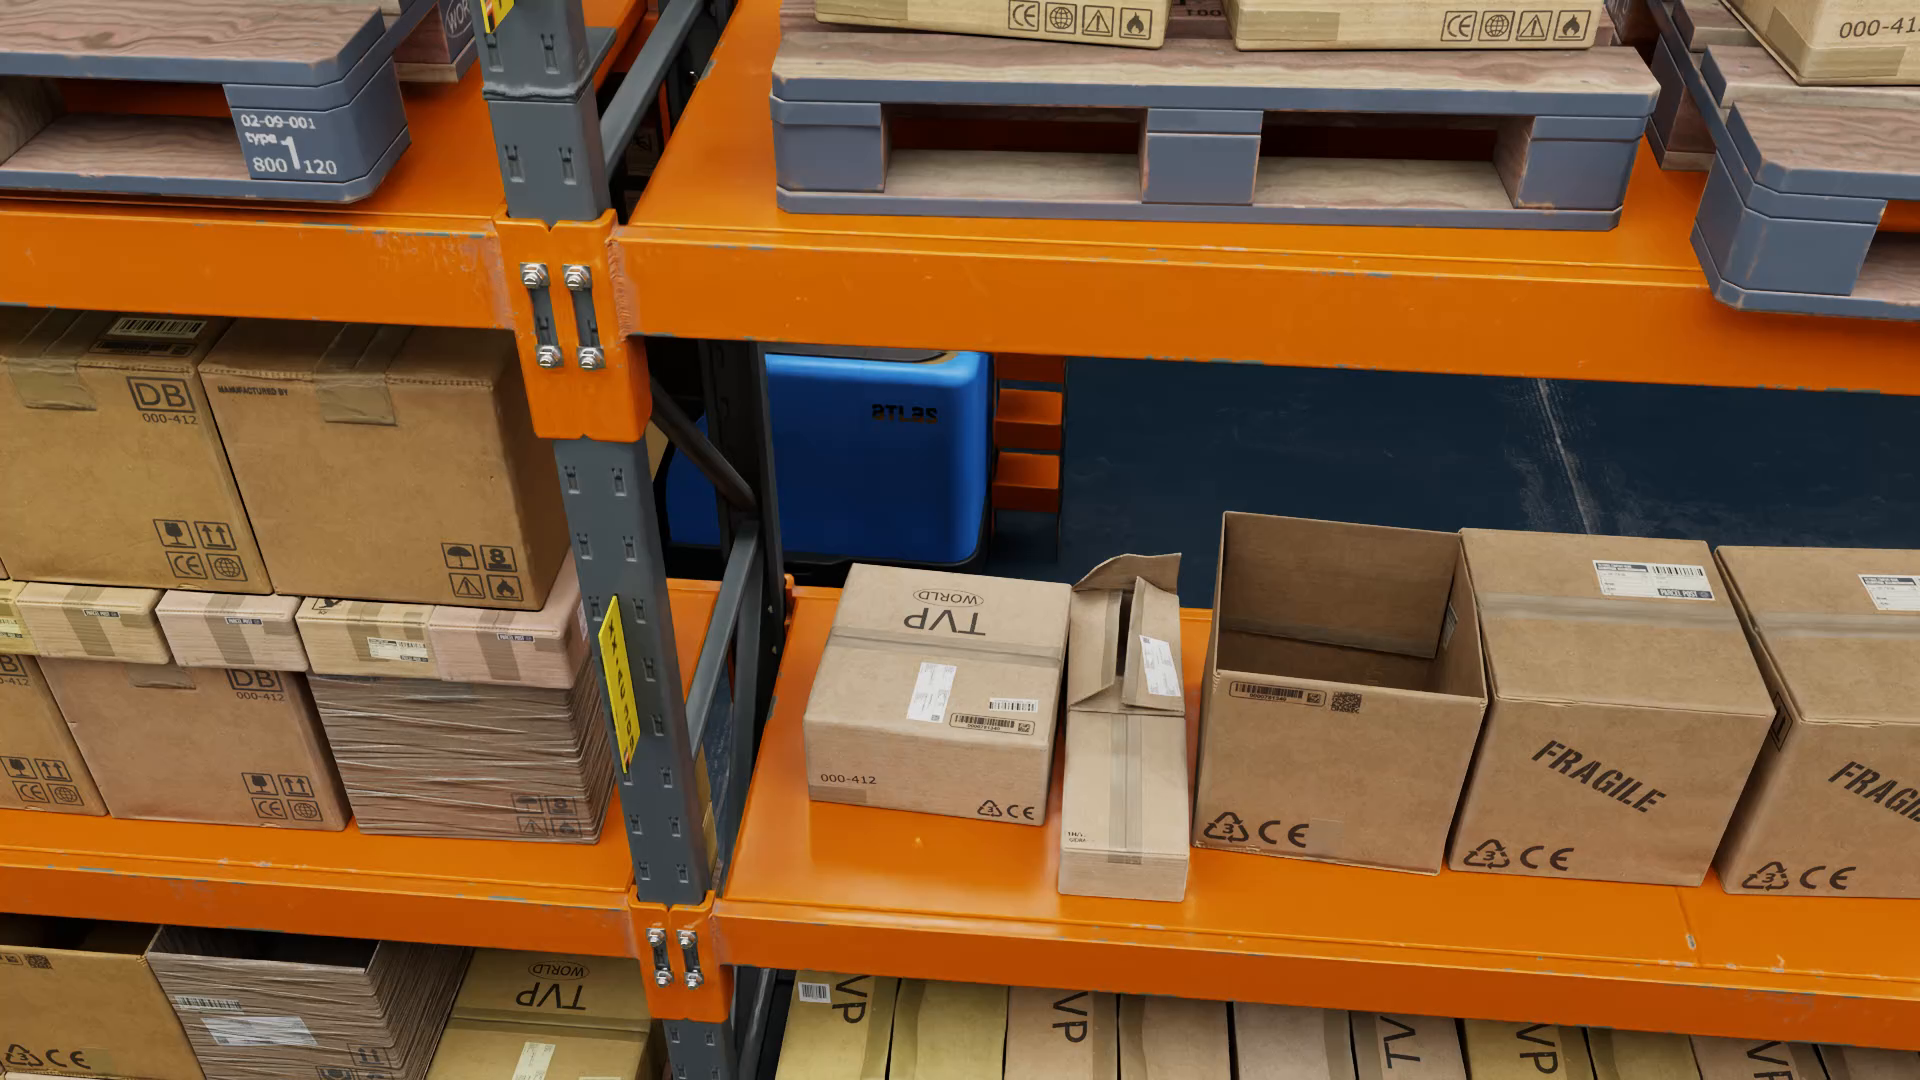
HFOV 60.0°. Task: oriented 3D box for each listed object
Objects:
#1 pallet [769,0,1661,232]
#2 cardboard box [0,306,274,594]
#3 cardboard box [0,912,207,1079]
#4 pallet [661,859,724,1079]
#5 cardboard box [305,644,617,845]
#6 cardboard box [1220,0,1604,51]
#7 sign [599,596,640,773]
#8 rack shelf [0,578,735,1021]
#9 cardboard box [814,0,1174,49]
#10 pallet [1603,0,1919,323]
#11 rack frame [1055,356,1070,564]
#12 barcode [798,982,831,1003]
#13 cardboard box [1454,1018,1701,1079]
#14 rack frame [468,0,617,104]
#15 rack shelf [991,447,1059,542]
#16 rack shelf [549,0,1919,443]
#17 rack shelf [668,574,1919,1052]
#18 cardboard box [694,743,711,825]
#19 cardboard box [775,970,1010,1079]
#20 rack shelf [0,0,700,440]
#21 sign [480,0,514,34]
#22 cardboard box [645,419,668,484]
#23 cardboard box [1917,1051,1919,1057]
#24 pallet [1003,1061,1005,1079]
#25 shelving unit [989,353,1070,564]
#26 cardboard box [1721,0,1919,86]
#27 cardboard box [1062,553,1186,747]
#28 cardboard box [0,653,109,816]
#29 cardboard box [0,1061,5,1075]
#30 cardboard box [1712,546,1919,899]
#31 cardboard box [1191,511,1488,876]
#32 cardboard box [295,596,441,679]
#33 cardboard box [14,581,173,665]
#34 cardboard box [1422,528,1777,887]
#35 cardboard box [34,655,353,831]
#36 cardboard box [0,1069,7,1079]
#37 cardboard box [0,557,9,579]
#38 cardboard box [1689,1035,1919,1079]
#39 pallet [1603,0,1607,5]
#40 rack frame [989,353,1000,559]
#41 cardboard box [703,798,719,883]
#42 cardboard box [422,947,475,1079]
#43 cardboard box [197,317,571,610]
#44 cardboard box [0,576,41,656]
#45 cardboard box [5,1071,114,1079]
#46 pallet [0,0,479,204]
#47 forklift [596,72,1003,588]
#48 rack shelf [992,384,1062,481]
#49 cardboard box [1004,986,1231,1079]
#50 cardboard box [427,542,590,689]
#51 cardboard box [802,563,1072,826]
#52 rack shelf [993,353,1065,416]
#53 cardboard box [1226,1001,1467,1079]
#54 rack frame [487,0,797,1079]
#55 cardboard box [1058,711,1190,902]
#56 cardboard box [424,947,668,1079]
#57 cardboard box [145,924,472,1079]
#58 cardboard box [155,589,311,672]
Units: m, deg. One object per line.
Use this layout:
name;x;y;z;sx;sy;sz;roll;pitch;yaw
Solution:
pallet;0.350;-0.784;2.612;1.217;0.209;0.805;2;39;2
cardboard box;-1.476;-0.323;3.164;0.500;0.500;0.700;3;39;4
cardboard box;-2.006;0.931;3.981;0.500;0.500;0.500;3;39;4
pallet;-1.318;1.278;4.513;1.213;0.211;1.003;3;39;4
cardboard box;-0.972;0.207;3.541;0.500;0.500;0.700;2;39;3
cardboard box;0.631;-0.935;2.432;0.500;0.250;0.500;0;39;-1
sign;-0.576;0.248;2.820;0.005;0.325;0.100;3;39;4
rack shelf;-2.522;0.436;3.908;4.000;0.370;1.077;3;39;4
cardboard box;0.083;-0.963;2.467;0.500;0.250;0.500;7;40;8
pallet;1.657;-0.646;2.441;1.213;0.211;1.003;5;39;6
rack frame;0.367;-0.380;5.886;0.008;1.050;0.200;4;39;5
barcode;-0.311;0.968;3.556;0.075;0.075;0.001;3;39;4
cardboard box;1.392;1.214;3.784;0.500;0.311;0.500;4;39;5
rack frame;-0.530;-2.061;1.654;0.127;3.000;1.000;3;39;4
rack shelf;0.246;-0.166;6.079;0.240;0.259;0.215;4;39;5
rack shelf;1.463;-0.510;2.694;4.000;0.370;1.077;3;39;4
rack shelf;1.463;0.654;3.641;4.000;0.370;1.077;3;39;4
cardboard box;-0.965;0.656;4.319;0.500;0.500;0.500;3;39;4
cardboard box;-0.139;1.131;3.886;0.500;0.311;0.500;3;39;4
rack shelf;-2.522;-0.727;2.961;4.000;0.370;1.077;3;39;4
sign;-0.576;-0.780;1.983;0.005;0.325;0.100;3;39;4
cardboard box;-0.781;-0.161;3.479;0.250;0.149;0.380;3;39;4
cardboard box;2.394;1.272;3.713;0.500;0.311;0.500;3;39;3
pallet;0.208;1.363;4.408;1.213;0.211;1.003;3;39;4
shelving unit;0.246;-0.390;5.897;0.252;1.050;0.215;4;39;5
cardboard box;1.370;-0.860;2.340;0.500;0.250;0.500;0;39;0
cardboard box;0.362;0.250;3.673;0.258;0.266;0.396;2;39;3
cardboard box;-1.998;0.152;3.607;0.500;0.500;0.700;4;39;5
cardboard box;-2.505;0.913;4.004;0.500;0.500;0.500;3;39;4
cardboard box;1.782;0.364;3.348;0.500;0.500;0.500;1;39;1
cardboard box;0.759;0.308;3.417;0.500;0.500;0.500;6;40;7
cardboard box;-1.065;0.081;3.182;0.250;0.149;0.380;2;39;3
cardboard box;-1.588;0.054;3.214;0.250;0.149;0.380;3;39;4
cardboard box;1.258;0.335;3.383;0.500;0.500;0.500;3;39;4
cardboard box;-1.498;0.182;3.571;0.500;0.500;0.700;3;39;3
cardboard box;-2.505;1.203;4.241;0.500;0.250;0.500;3;39;4
cardboard box;-1.975;-0.351;3.198;0.500;0.500;0.700;3;39;4
cardboard box;1.891;1.243;3.749;0.500;0.311;0.500;3;39;4
pallet;3.160;-2.529;7.133;1.003;0.211;1.213;3;39;4
rack frame;0.125;-0.399;5.908;0.008;1.050;0.200;4;39;5
cardboard box;-0.965;0.953;4.548;0.500;0.250;0.500;3;39;4
cardboard box;-1.508;1.248;4.186;0.500;0.250;0.500;3;39;4
cardboard box;-0.972;-0.296;3.131;0.500;0.500;0.700;3;39;4
cardboard box;-1.833;0.039;3.233;0.250;0.149;0.380;3;39;4
cardboard box;-2.007;1.230;4.208;0.500;0.250;0.500;3;39;4
pallet;-1.382;-0.893;2.665;1.213;0.211;1.003;3;39;4
forklift;-1.387;-1.243;5.455;3.031;2.935;1.130;4;39;5
rack shelf;0.246;-0.381;5.904;0.240;0.259;0.215;4;39;5
cardboard box;0.359;1.162;3.848;0.500;0.311;0.500;3;39;3
cardboard box;-0.819;0.095;3.164;0.250;0.149;0.380;3;39;4
cardboard box;-0.035;0.323;3.595;0.500;0.250;0.500;5;39;7
rack shelf;0.246;-0.602;5.725;0.240;0.259;0.215;4;39;5
cardboard box;0.875;1.189;3.814;0.500;0.311;0.500;2;39;2
rack frame;-0.530;0.266;3.547;0.127;3.000;1.000;3;39;4
cardboard box;0.336;0.540;3.409;0.250;0.149;0.380;3;39;4
cardboard box;-1.010;1.281;4.145;0.500;0.250;0.500;3;39;4
cardboard box;-1.508;0.956;3.951;0.500;0.500;0.500;3;39;4
cardboard box;-1.326;0.068;3.197;0.250;0.149;0.380;2;39;3
